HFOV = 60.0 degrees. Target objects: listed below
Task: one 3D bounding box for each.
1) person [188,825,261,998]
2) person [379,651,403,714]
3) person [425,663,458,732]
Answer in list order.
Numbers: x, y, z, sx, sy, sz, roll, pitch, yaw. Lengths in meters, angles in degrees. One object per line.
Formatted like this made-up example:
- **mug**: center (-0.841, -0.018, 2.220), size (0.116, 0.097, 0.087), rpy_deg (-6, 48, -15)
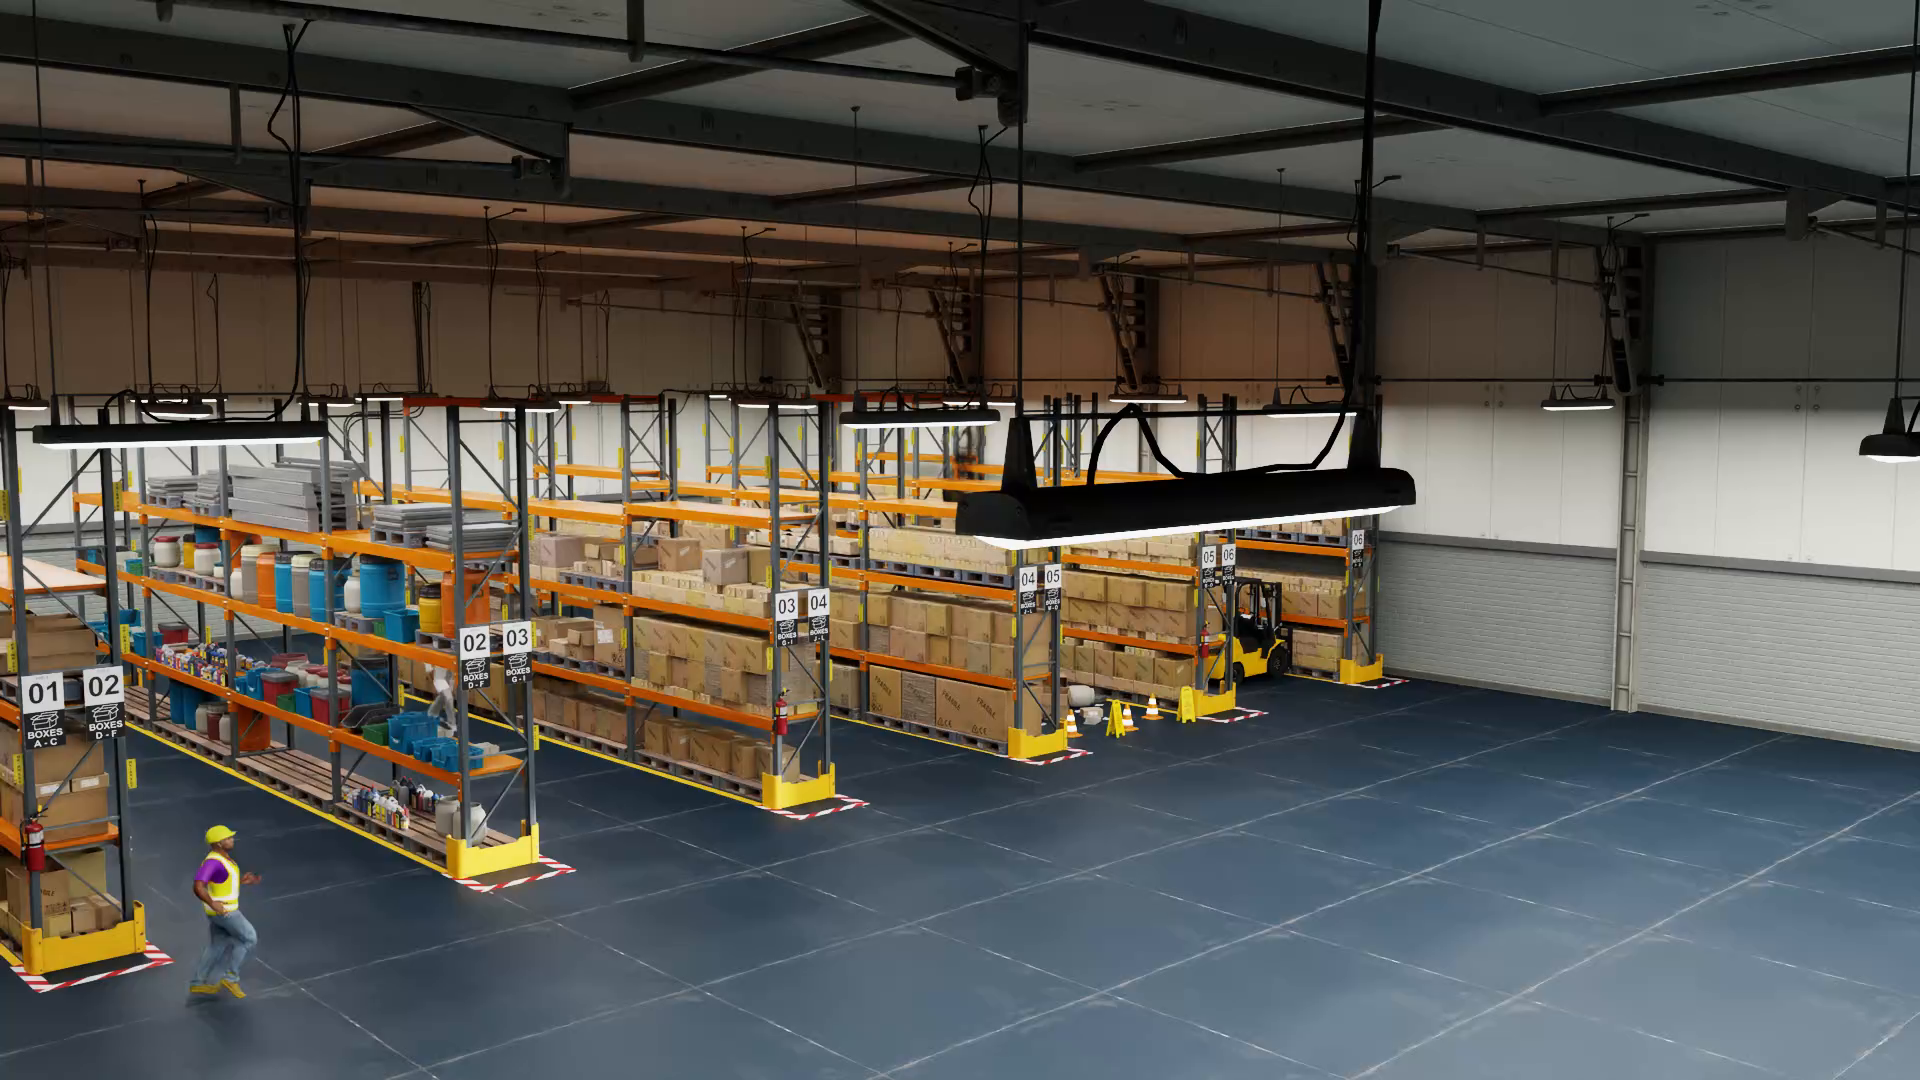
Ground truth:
- **person**: center (-7.542, 3.816, 17.054), size (0.736, 1.802, 0.668), rpy_deg (-3, 6, -27)
- **person**: center (-9.974, 2.737, 28.991), size (0.566, 1.609, 0.564), rpy_deg (5, 7, 39)
- **person**: center (-9.391, 2.607, 30.143), size (1.055, 1.740, 0.752), rpy_deg (5, 8, 43)
